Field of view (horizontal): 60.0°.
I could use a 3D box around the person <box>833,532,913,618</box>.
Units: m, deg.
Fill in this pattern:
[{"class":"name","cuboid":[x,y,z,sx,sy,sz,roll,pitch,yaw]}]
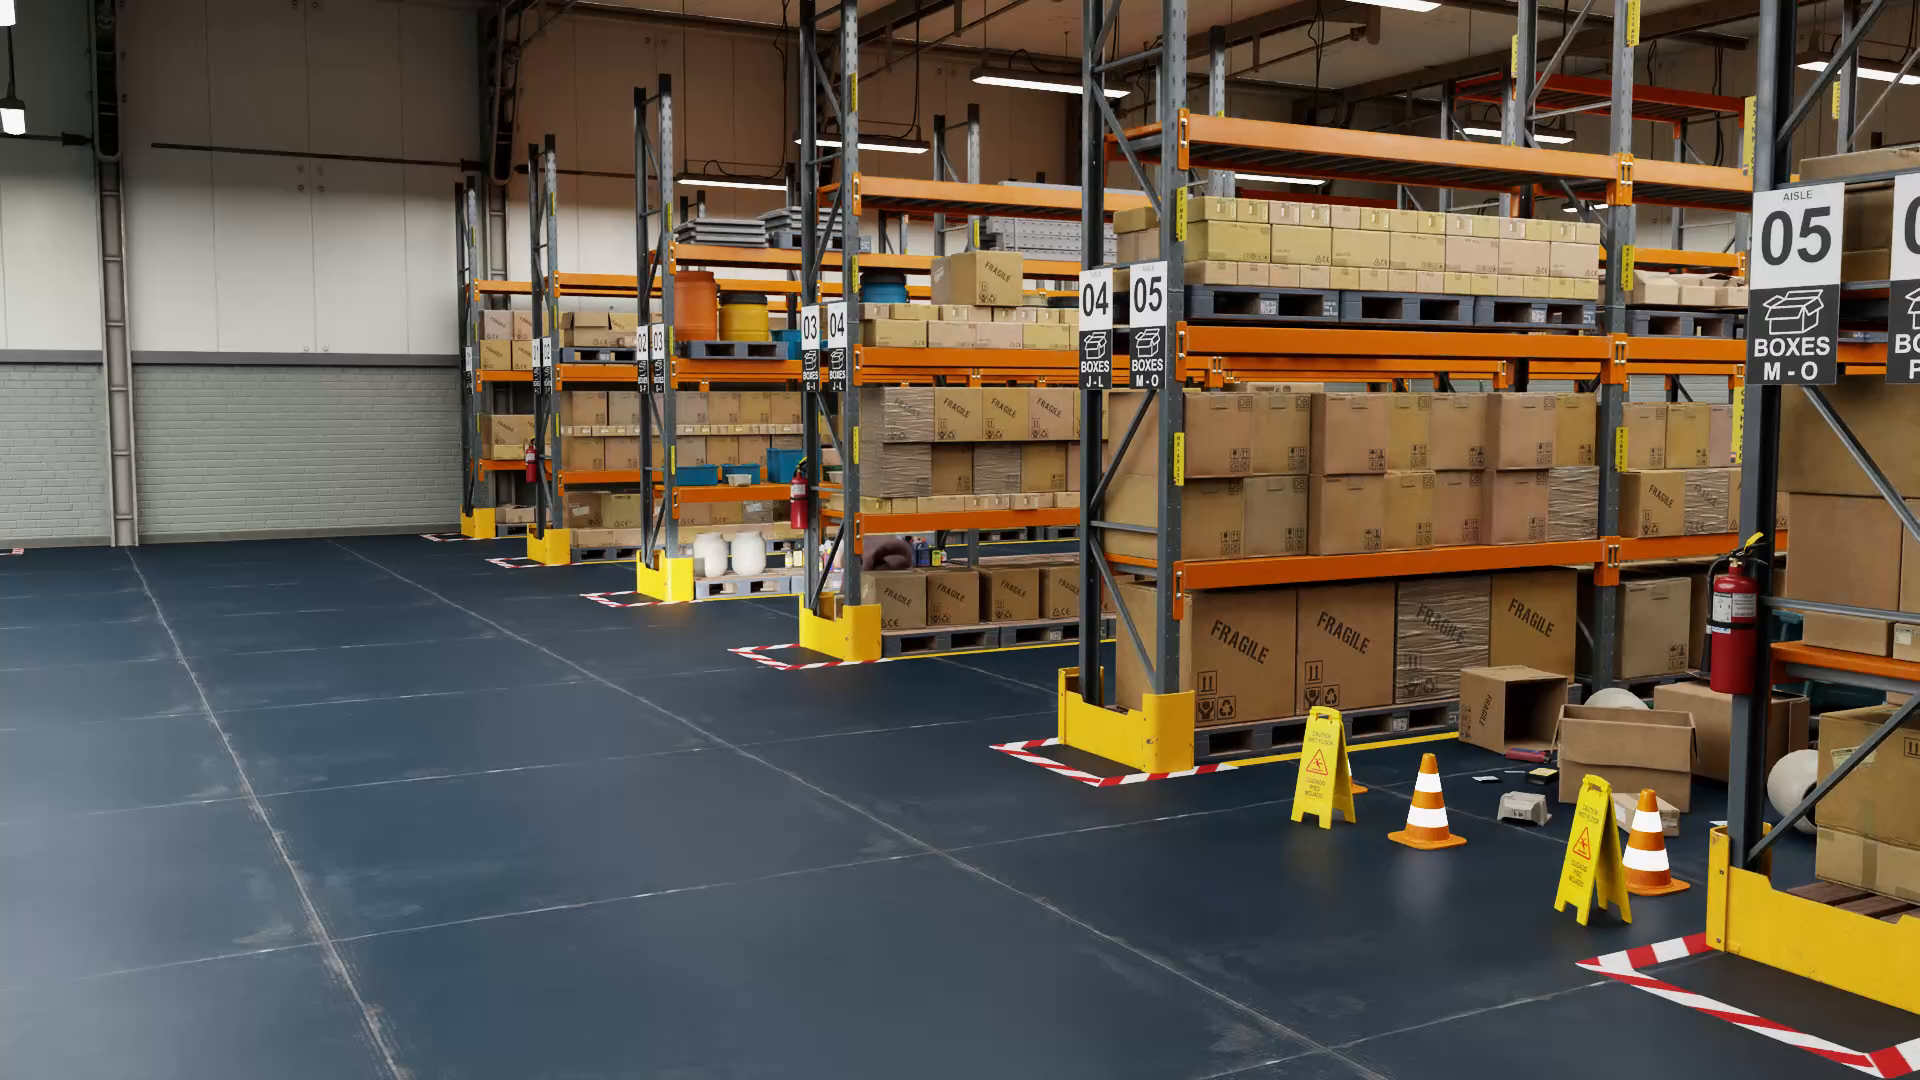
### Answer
[{"class":"person","cuboid":[-0.953,0.344,17.813,0.942,0.981,0.584,-3,6,-31]}]
